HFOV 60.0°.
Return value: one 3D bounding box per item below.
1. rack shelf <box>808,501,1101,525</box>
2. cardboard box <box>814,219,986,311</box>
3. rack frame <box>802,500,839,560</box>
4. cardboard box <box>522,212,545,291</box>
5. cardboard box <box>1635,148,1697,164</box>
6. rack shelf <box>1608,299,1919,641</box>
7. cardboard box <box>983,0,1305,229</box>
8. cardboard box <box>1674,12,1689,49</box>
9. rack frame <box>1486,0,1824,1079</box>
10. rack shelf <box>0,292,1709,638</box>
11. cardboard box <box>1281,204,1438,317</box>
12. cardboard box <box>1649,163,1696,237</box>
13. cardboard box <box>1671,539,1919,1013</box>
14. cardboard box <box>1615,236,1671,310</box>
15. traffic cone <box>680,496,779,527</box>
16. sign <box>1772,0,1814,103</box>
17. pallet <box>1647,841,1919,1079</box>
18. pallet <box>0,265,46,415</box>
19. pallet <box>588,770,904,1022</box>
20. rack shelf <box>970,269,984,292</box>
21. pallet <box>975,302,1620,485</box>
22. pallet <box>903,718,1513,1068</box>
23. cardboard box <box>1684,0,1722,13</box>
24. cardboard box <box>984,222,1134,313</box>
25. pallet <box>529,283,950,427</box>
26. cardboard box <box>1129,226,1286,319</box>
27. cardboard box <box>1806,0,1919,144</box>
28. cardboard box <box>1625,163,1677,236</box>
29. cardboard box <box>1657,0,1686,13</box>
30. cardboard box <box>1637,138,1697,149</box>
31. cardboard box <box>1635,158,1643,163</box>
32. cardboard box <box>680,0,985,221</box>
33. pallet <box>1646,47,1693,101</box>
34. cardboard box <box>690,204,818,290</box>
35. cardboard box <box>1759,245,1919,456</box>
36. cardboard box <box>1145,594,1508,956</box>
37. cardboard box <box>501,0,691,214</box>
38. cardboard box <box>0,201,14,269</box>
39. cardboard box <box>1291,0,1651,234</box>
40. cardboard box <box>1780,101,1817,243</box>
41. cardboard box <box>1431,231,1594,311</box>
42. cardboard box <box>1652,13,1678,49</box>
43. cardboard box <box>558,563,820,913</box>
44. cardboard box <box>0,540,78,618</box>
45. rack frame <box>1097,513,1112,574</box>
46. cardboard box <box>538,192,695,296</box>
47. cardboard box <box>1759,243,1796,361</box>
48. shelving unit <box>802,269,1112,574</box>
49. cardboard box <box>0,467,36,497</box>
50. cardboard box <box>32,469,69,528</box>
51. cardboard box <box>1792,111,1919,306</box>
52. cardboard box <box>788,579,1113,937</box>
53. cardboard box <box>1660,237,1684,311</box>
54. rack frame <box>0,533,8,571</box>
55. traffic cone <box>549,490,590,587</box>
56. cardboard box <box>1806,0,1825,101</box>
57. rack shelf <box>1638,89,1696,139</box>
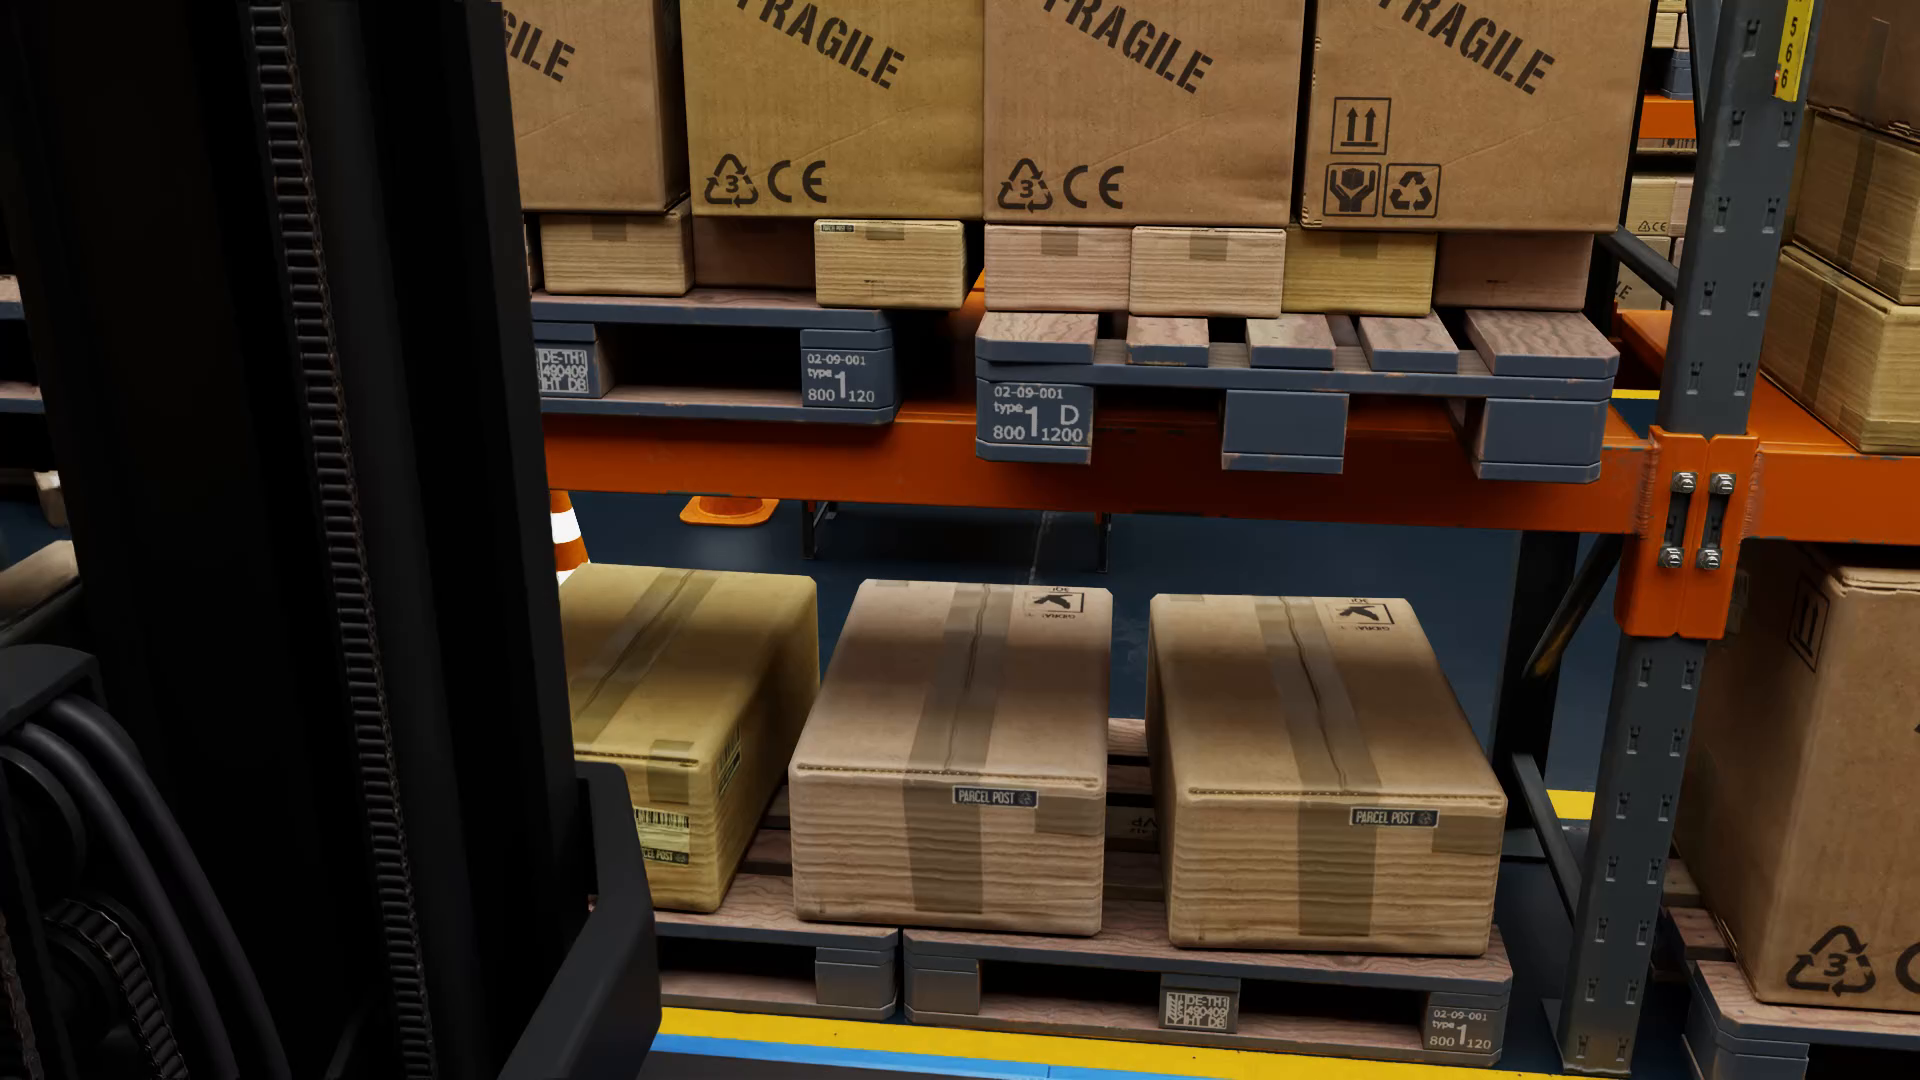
[{"bbox_3d":[0.007,-0.295,5.822,1.000,0.278,0.538,2,22,6],"label":"rack shelf"},{"bbox_3d":[-0.096,-0.529,2.969,0.250,0.149,0.380,3,22,7],"label":"cardboard box"},{"bbox_3d":[-0.498,-0.545,5.788,0.032,1.125,0.500,2,22,6],"label":"rack frame"},{"bbox_3d":[-0.858,-0.568,3.066,0.250,0.149,0.380,3,22,8],"label":"cardboard box"},{"bbox_3d":[3.509,-1.736,8.059,0.500,0.250,0.500,3,22,8],"label":"cardboard box"},{"bbox_3d":[3.297,-0.101,3.094,4.000,0.370,1.077,2,22,6],"label":"rack shelf"},{"bbox_3d":[0.312,-0.839,2.869,0.500,0.500,0.500,2,22,5],"label":"cardboard box"},{"bbox_3d":[3.281,-2.274,7.383,0.250,0.149,0.380,3,22,8],"label":"cardboard box"},{"bbox_3d":[1.311,-0.522,3.180,0.127,3.000,1.000,2,22,6],"label":"rack frame"},{"bbox_3d":[-0.675,-0.274,3.531,4.000,0.370,1.077,2,22,6],"label":"rack shelf"},{"bbox_3d":[0.683,-0.514,2.930,0.250,0.149,0.380,3,22,7],"label":"cardboard box"},{"bbox_3d":[3.443,-1.549,7.587,0.500,0.250,0.500,3,22,7],"label":"cardboard box"},{"bbox_3d":[1.987,0.331,3.341,0.875,0.875,0.875,2,22,6],"label":"cardboard box"},{"bbox_3d":[2.965,-1.222,7.780,0.500,0.500,0.500,3,22,7],"label":"cardboard box"},{"bbox_3d":[-0.859,-0.325,6.133,0.334,0.463,0.336,2,22,6],"label":"traffic cone"},{"bbox_3d":[1.257,-0.825,2.480,0.005,0.325,0.100,2,22,6],"label":"sign"},{"bbox_3d":[2.085,0.836,3.537,1.213,0.211,1.003,2,22,6],"label":"pallet"},{"bbox_3d":[-1.919,-0.520,3.435,1.213,0.211,1.003,2,22,6],"label":"pallet"},{"bbox_3d":[-0.673,0.687,3.916,1.213,0.211,1.003,2,22,6],"label":"pallet"},{"bbox_3d":[0.007,-0.795,5.625,1.000,0.278,0.538,2,22,6],"label":"rack shelf"},{"bbox_3d":[0.591,-0.425,3.195,1.003,0.211,1.213,2,22,6],"label":"pallet"},{"bbox_3d":[0.535,0.740,3.780,1.213,0.211,1.003,2,22,6],"label":"pallet"},{"bbox_3d":[3.282,-2.413,7.329,0.250,0.149,0.380,3,22,6],"label":"cardboard box"},{"bbox_3d":[0.179,-0.522,2.951,0.250,0.149,0.380,1,22,4],"label":"cardboard box"},{"bbox_3d":[-0.660,-0.503,3.394,1.213,0.211,1.003,2,22,6],"label":"pallet"},{"bbox_3d":[0.428,-0.508,2.916,0.250,0.149,0.380,2,22,6],"label":"cardboard box"},{"bbox_3d":[1.772,-0.923,2.698,0.500,0.500,0.500,2,22,5],"label":"cardboard box"},{"bbox_3d":[2.953,-1.575,7.653,0.500,0.250,0.500,2,22,6],"label":"cardboard box"},{"bbox_3d":[3.035,-2.424,7.357,0.250,0.149,0.380,3,22,7],"label":"cardboard box"},{"bbox_3d":[4.924,-3.233,12.356,0.875,0.875,1.225,2,22,4],"label":"cardboard box"},{"bbox_3d":[3.006,-1.763,8.129,0.500,0.250,0.500,3,22,7],"label":"cardboard box"},{"bbox_3d":[-0.189,-0.860,2.923,0.500,0.500,0.500,1,22,3],"label":"cardboard box"},{"bbox_3d":[3.764,-2.174,7.619,1.213,0.211,1.003,2,22,6],"label":"pallet"},{"bbox_3d":[-0.331,-0.586,3.112,0.250,0.149,0.380,3,22,7],"label":"cardboard box"},{"bbox_3d":[1.767,-0.339,2.922,0.500,0.250,0.500,2,22,5],"label":"cardboard box"},{"bbox_3d":[0.751,0.477,3.657,0.625,0.372,0.950,1,22,3],"label":"cardboard box"},{"bbox_3d":[-0.731,-0.884,2.984,0.500,0.500,0.500,2,22,4],"label":"cardboard box"},{"bbox_3d":[-1.903,-0.620,3.199,0.250,0.149,0.380,3,22,7],"label":"cardboard box"},{"bbox_3d":[0.827,-0.820,2.823,0.500,0.500,0.500,2,22,5],"label":"cardboard box"},{"bbox_3d":[1.822,-0.756,3.297,0.500,0.250,0.500,2,22,6],"label":"cardboard box"},{"bbox_3d":[0.958,-0.529,2.968,0.250,0.149,0.380,3,22,8],"label":"cardboard box"},{"bbox_3d":[3.016,-2.285,7.409,0.250,0.149,0.380,3,22,9],"label":"cardboard box"},{"bbox_3d":[-0.735,0.413,3.819,0.625,0.372,0.950,3,22,8],"label":"cardboard box"},{"bbox_3d":[-2.140,0.354,3.969,0.625,0.372,0.950,3,22,7],"label":"cardboard box"},{"bbox_3d":[0.512,-0.501,5.677,0.032,1.125,0.500,2,22,6],"label":"rack frame"},{"bbox_3d":[-0.590,-0.567,3.064,0.250,0.149,0.380,2,22,5],"label":"cardboard box"},{"bbox_3d":[1.844,-0.525,3.392,0.500,0.250,0.500,2,22,4],"label":"cardboard box"},{"bbox_3d":[0.007,-0.523,5.732,1.048,1.125,0.538,2,22,6],"label":"shelving unit"},{"bbox_3d":[-3.661,-0.581,6.541,0.503,0.637,0.797,2,22,6],"label":"cardboard box"},{"bbox_3d":[-3.218,-0.242,6.192,0.396,0.266,0.258,-14,25,-31],"label":"cardboard box"},{"bbox_3d":[1.785,-0.573,2.832,0.500,0.250,0.500,2,22,6],"label":"cardboard box"},{"bbox_3d":[0.017,0.448,3.730,0.625,0.372,0.950,2,22,5],"label":"cardboard box"},{"bbox_3d":[3.476,-1.202,7.728,0.500,0.500,0.500,2,22,5],"label":"cardboard box"},{"bbox_3d":[-2.661,-0.695,3.618,0.127,3.000,1.000,2,22,6],"label":"rack frame"},{"bbox_3d":[-1.265,0.027,5.241,0.334,0.463,0.336,2,22,6],"label":"traffic cone"},{"bbox_3d":[1.855,-1.107,3.163,0.500,0.500,0.500,2,22,5],"label":"cardboard box"},{"bbox_3d":[3.779,-1.912,7.676,4.000,0.370,1.077,2,22,6],"label":"rack shelf"}]
